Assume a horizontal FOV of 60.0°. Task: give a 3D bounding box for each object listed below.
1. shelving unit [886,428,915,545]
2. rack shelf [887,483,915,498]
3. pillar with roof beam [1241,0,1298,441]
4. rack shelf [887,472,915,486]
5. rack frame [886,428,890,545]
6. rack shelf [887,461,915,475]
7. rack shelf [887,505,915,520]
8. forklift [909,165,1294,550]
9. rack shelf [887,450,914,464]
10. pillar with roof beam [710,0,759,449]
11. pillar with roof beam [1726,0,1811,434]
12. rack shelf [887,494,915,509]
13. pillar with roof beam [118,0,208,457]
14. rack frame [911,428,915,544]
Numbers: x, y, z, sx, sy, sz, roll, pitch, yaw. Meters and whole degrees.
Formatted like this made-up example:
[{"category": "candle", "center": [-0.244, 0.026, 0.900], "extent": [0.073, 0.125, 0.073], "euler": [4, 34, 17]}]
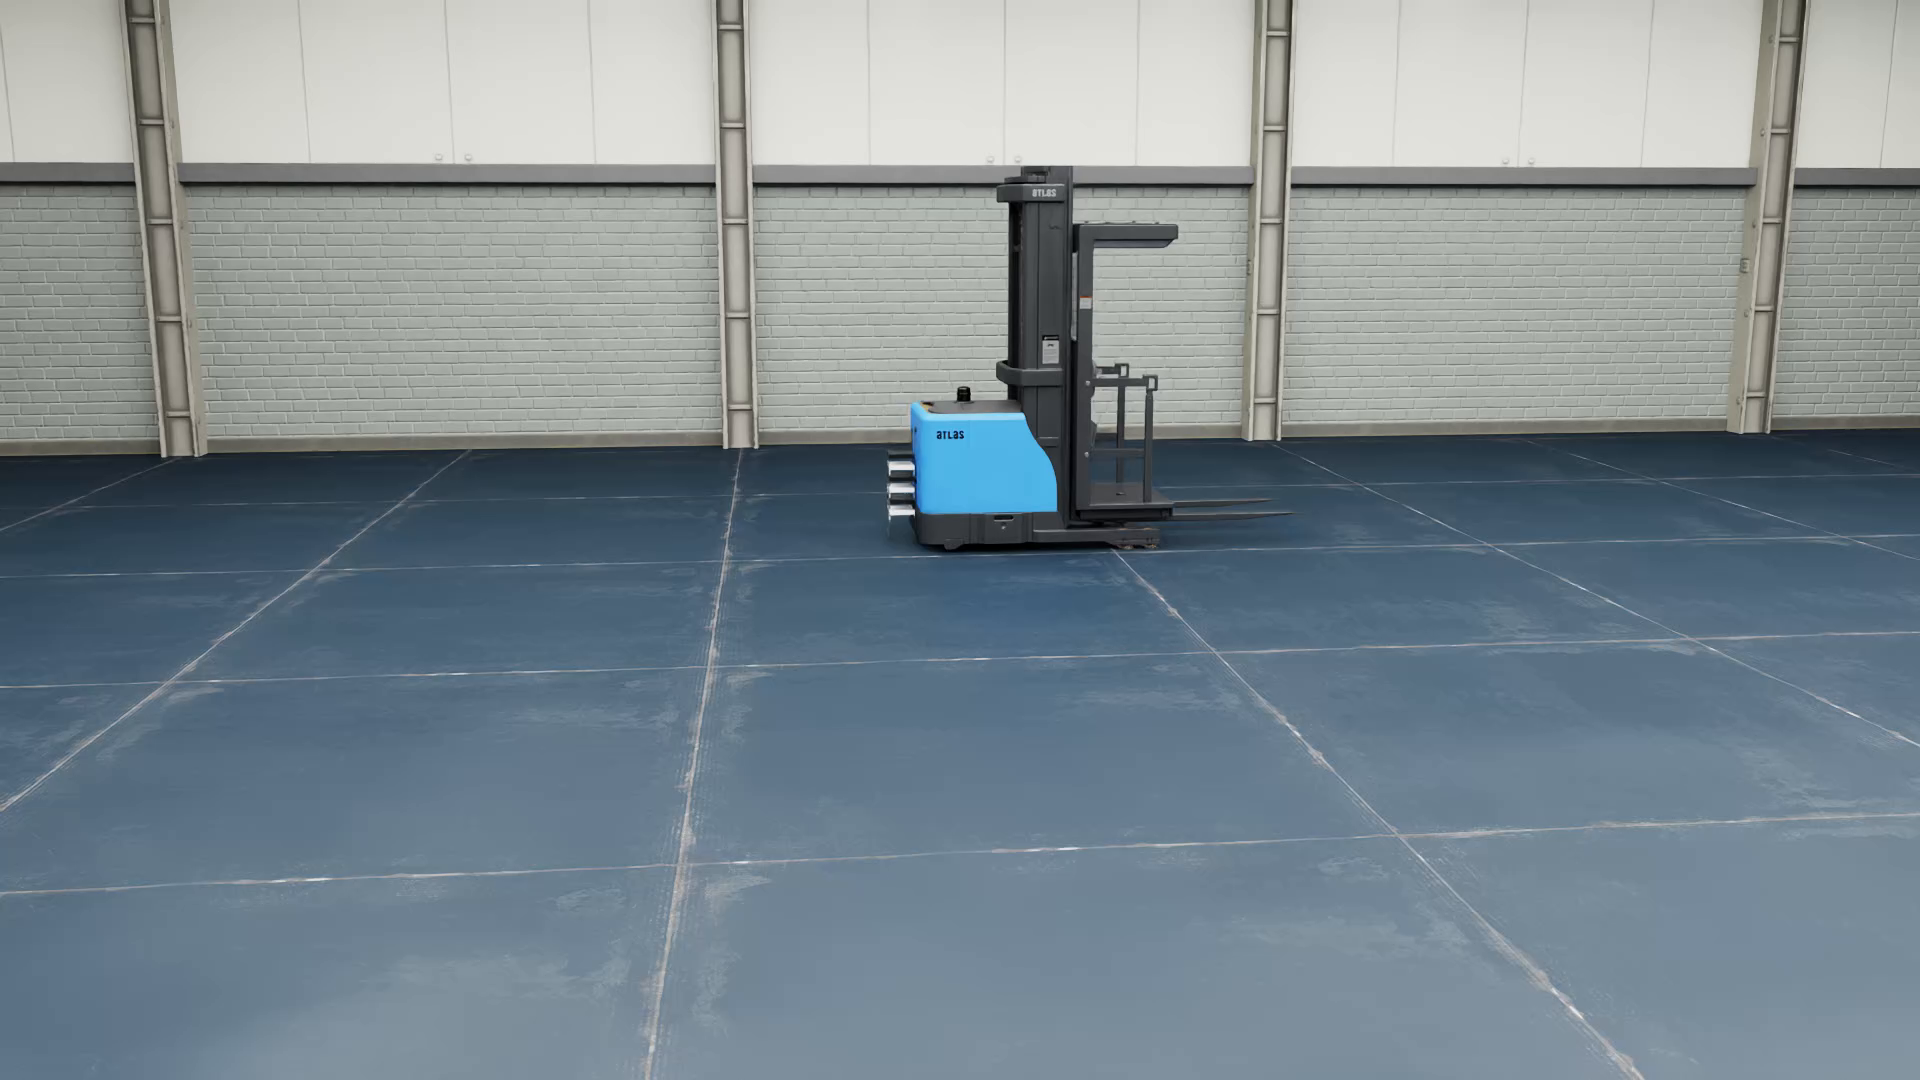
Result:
[{"category": "shelving unit", "center": [-0.473, -0.430, 13.225], "extent": [0.210, 0.900, 0.258], "euler": [-1, 11, -7]}, {"category": "rack shelf", "center": [-0.473, -0.398, 13.231], "extent": [0.200, 0.077, 0.258], "euler": [-1, 11, -7]}, {"category": "pillar with roof beam", "center": [3.967, -4.767, 14.286], "extent": [0.400, 9.000, 9.100], "euler": [-1, 11, -6]}, {"category": "rack shelf", "center": [-0.473, -0.486, 13.214], "extent": [0.200, 0.077, 0.258], "euler": [-1, 11, -7]}, {"category": "rack frame", "center": [-0.573, -0.428, 13.212], "extent": [0.006, 0.900, 0.240], "euler": [-1, 11, -7]}, {"category": "rack shelf", "center": [-0.473, -0.574, 13.196], "extent": [0.200, 0.077, 0.258], "euler": [-1, 11, -7]}, {"category": "rack shelf", "center": [-0.473, -0.221, 13.266], "extent": [0.200, 0.077, 0.258], "euler": [-1, 11, -7]}, {"category": "forklift", "center": [1.139, -1.465, 13.223], "extent": [3.031, 2.935, 1.130], "euler": [-1, 11, -7]}, {"category": "rack shelf", "center": [-0.473, -0.663, 13.179], "extent": [0.200, 0.077, 0.258], "euler": [-1, 11, -7]}, {"category": "pillar with roof beam", "center": [-1.998, -4.642, 13.650], "extent": [0.400, 9.000, 9.100], "euler": [-1, 11, -6]}, {"category": "pillar with roof beam", "center": [9.932, -4.892, 14.921], "extent": [0.400, 9.000, 9.100], "euler": [-1, 11, -6]}, {"category": "rack shelf", "center": [-0.473, -0.309, 13.248], "extent": [0.200, 0.077, 0.258], "euler": [-1, 11, -7]}, {"category": "pillar with roof beam", "center": [-7.963, -4.517, 13.014], "extent": [0.400, 9.000, 9.100], "euler": [-1, 11, -6]}, {"category": "rack frame", "center": [-0.372, -0.433, 13.237], "extent": [0.006, 0.900, 0.240], "euler": [-1, 11, -7]}]
